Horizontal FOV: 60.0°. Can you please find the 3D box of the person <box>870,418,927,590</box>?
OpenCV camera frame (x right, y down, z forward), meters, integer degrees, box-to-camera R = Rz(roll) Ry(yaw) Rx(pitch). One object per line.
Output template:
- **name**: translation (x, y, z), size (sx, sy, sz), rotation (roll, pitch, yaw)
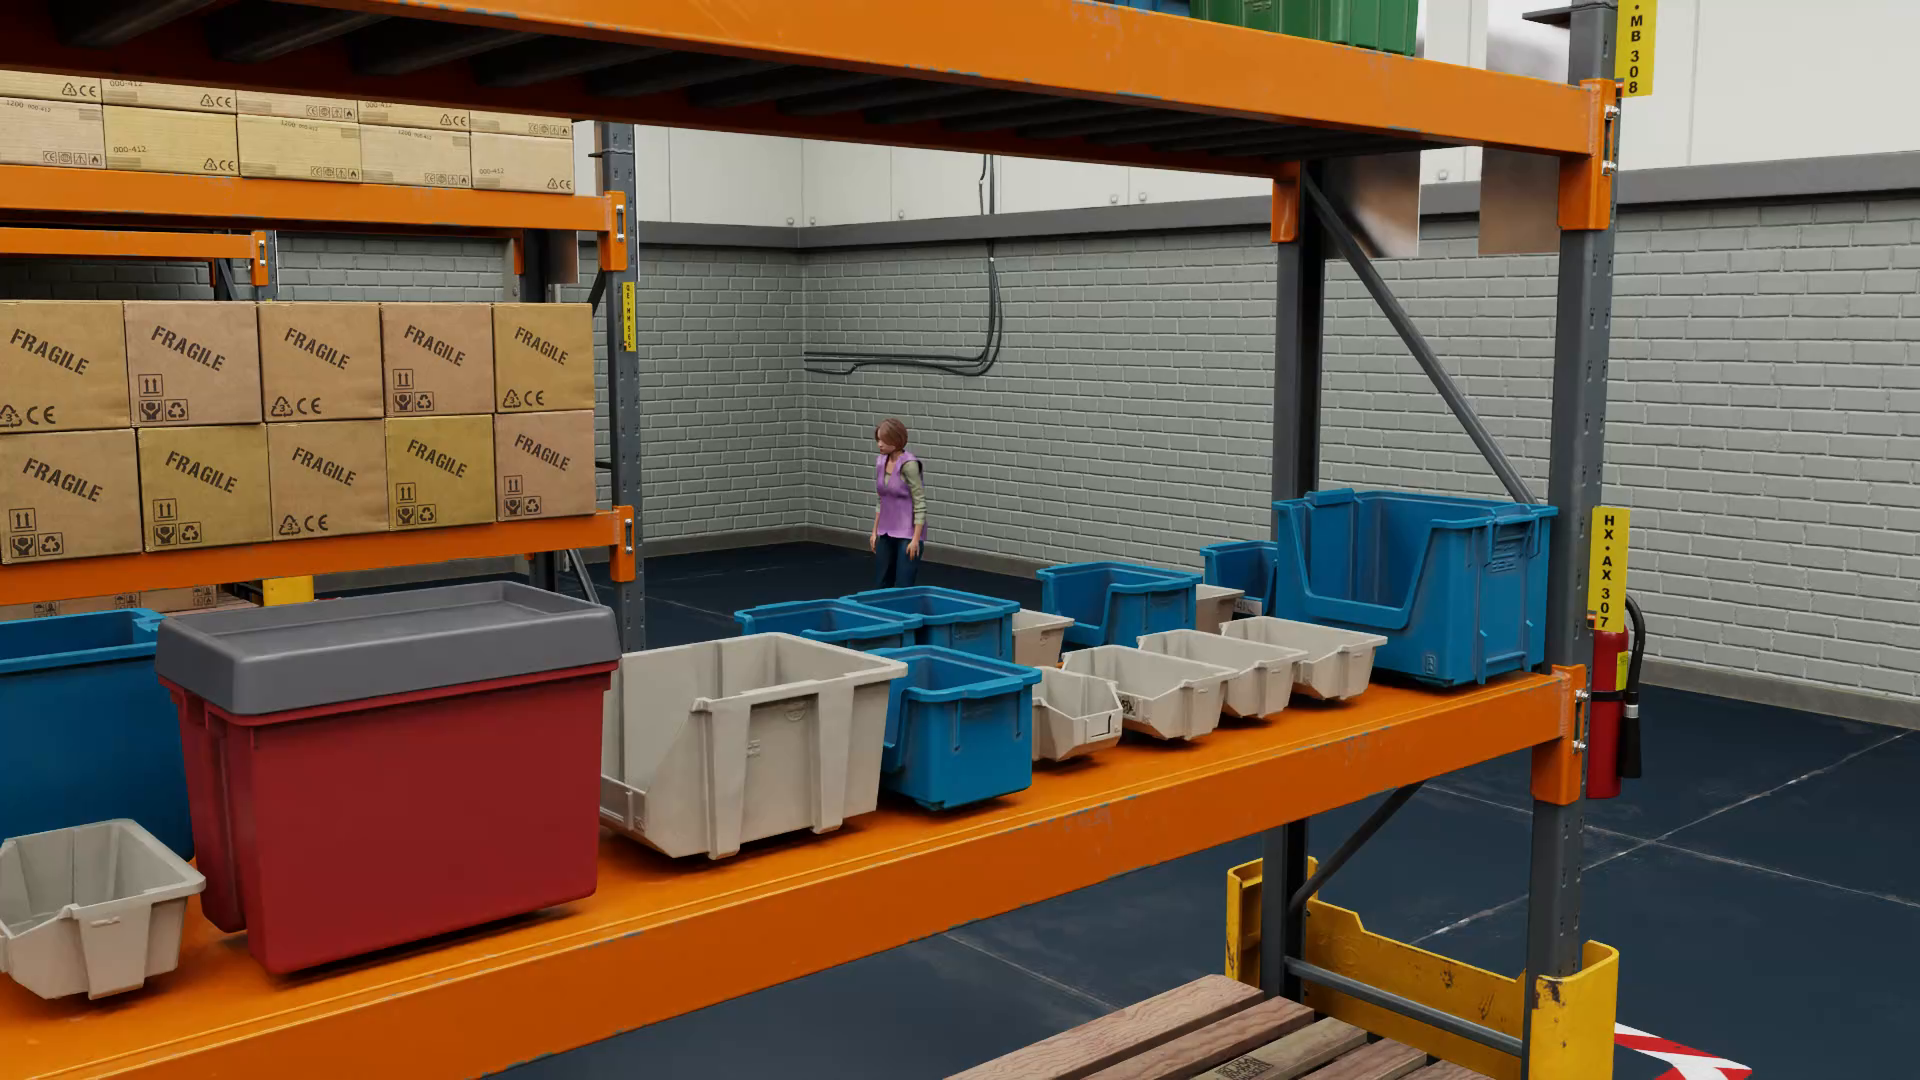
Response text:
- **person**: translation (-0.404, 0.002, 10.818), size (0.350, 1.593, 0.468), rotation (-7, 10, -41)
